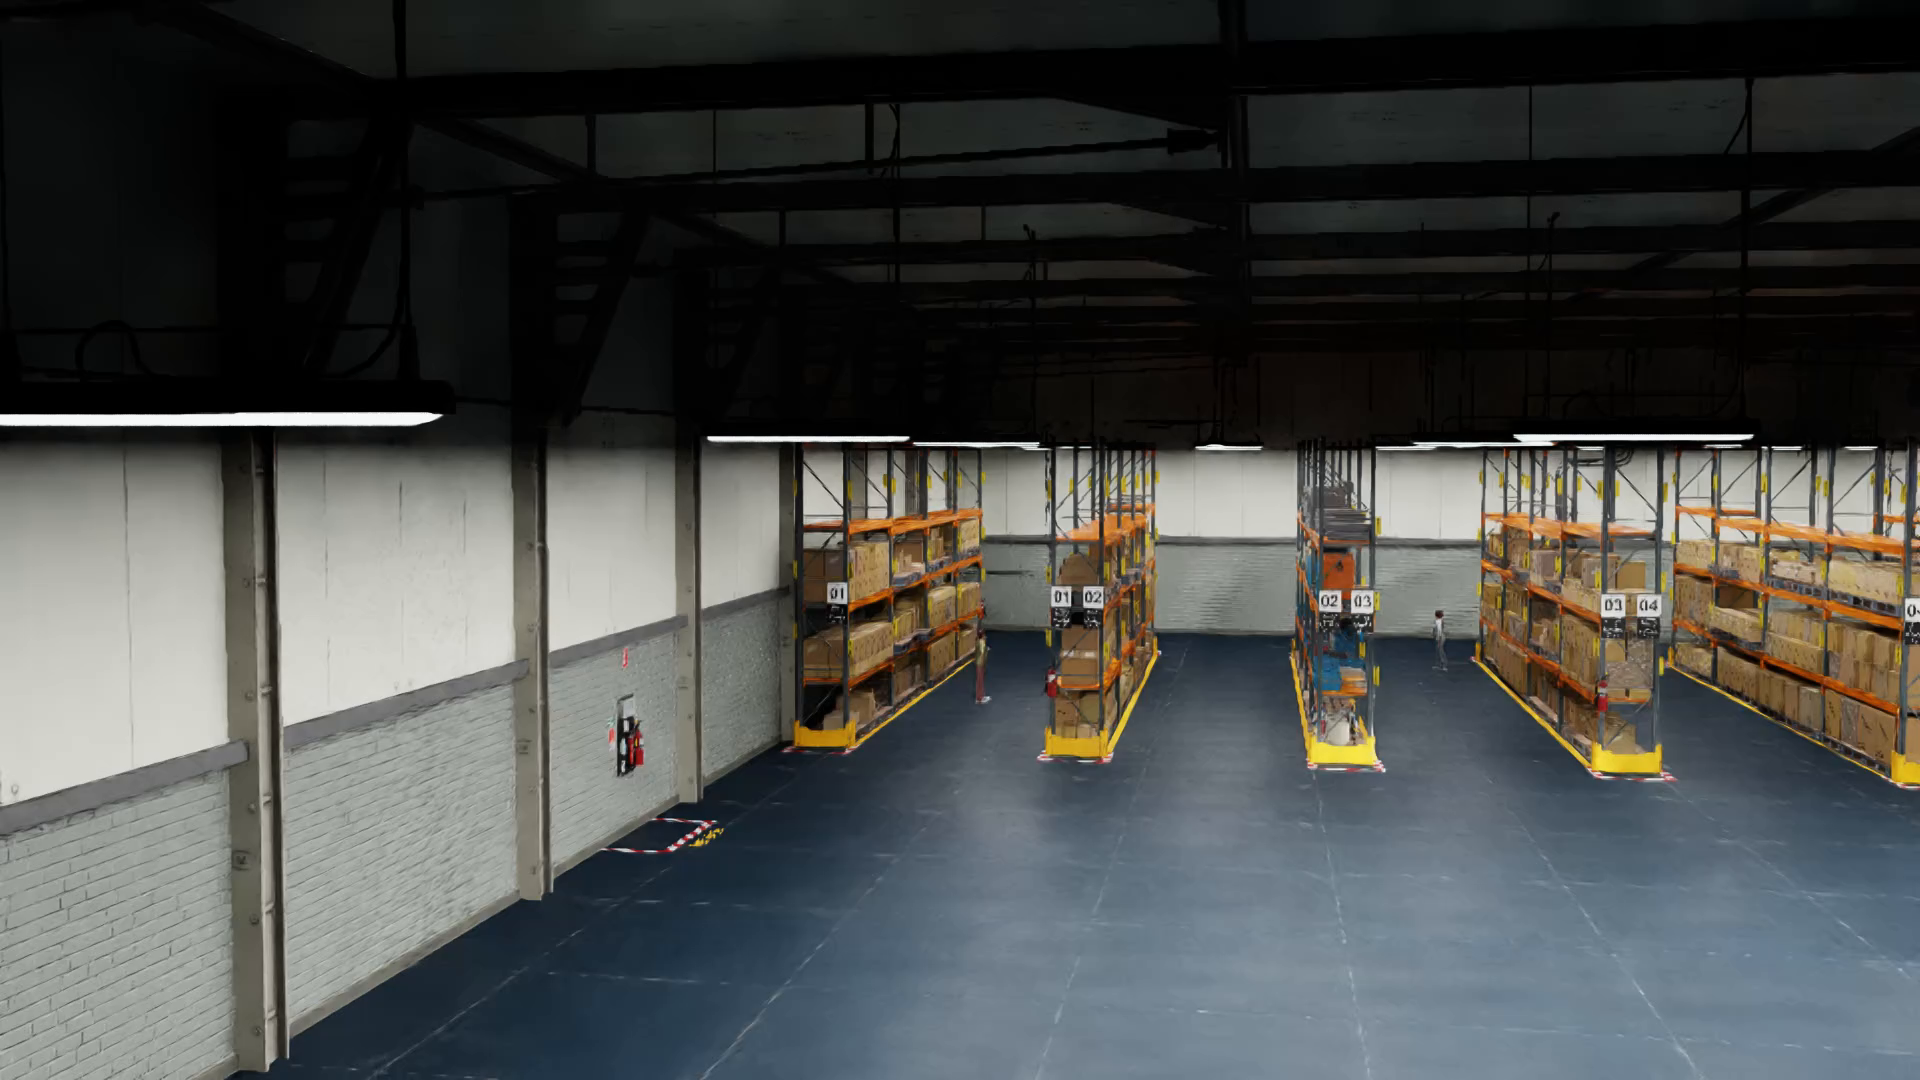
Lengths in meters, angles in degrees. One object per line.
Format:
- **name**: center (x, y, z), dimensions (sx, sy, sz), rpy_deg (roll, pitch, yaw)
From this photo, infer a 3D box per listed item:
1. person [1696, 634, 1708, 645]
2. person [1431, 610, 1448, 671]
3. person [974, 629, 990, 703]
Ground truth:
- **person**: center (20.578, 2.397, 45.829), dimensions (0.726, 1.778, 0.542), rpy_deg (-3, 4, -42)
- **person**: center (12.559, 2.644, 43.547), dimensions (0.455, 1.538, 0.594), rpy_deg (1, 3, 23)
- **person**: center (0.524, 2.862, 37.937), dimensions (0.454, 1.679, 0.539), rpy_deg (-1, 3, -17)
